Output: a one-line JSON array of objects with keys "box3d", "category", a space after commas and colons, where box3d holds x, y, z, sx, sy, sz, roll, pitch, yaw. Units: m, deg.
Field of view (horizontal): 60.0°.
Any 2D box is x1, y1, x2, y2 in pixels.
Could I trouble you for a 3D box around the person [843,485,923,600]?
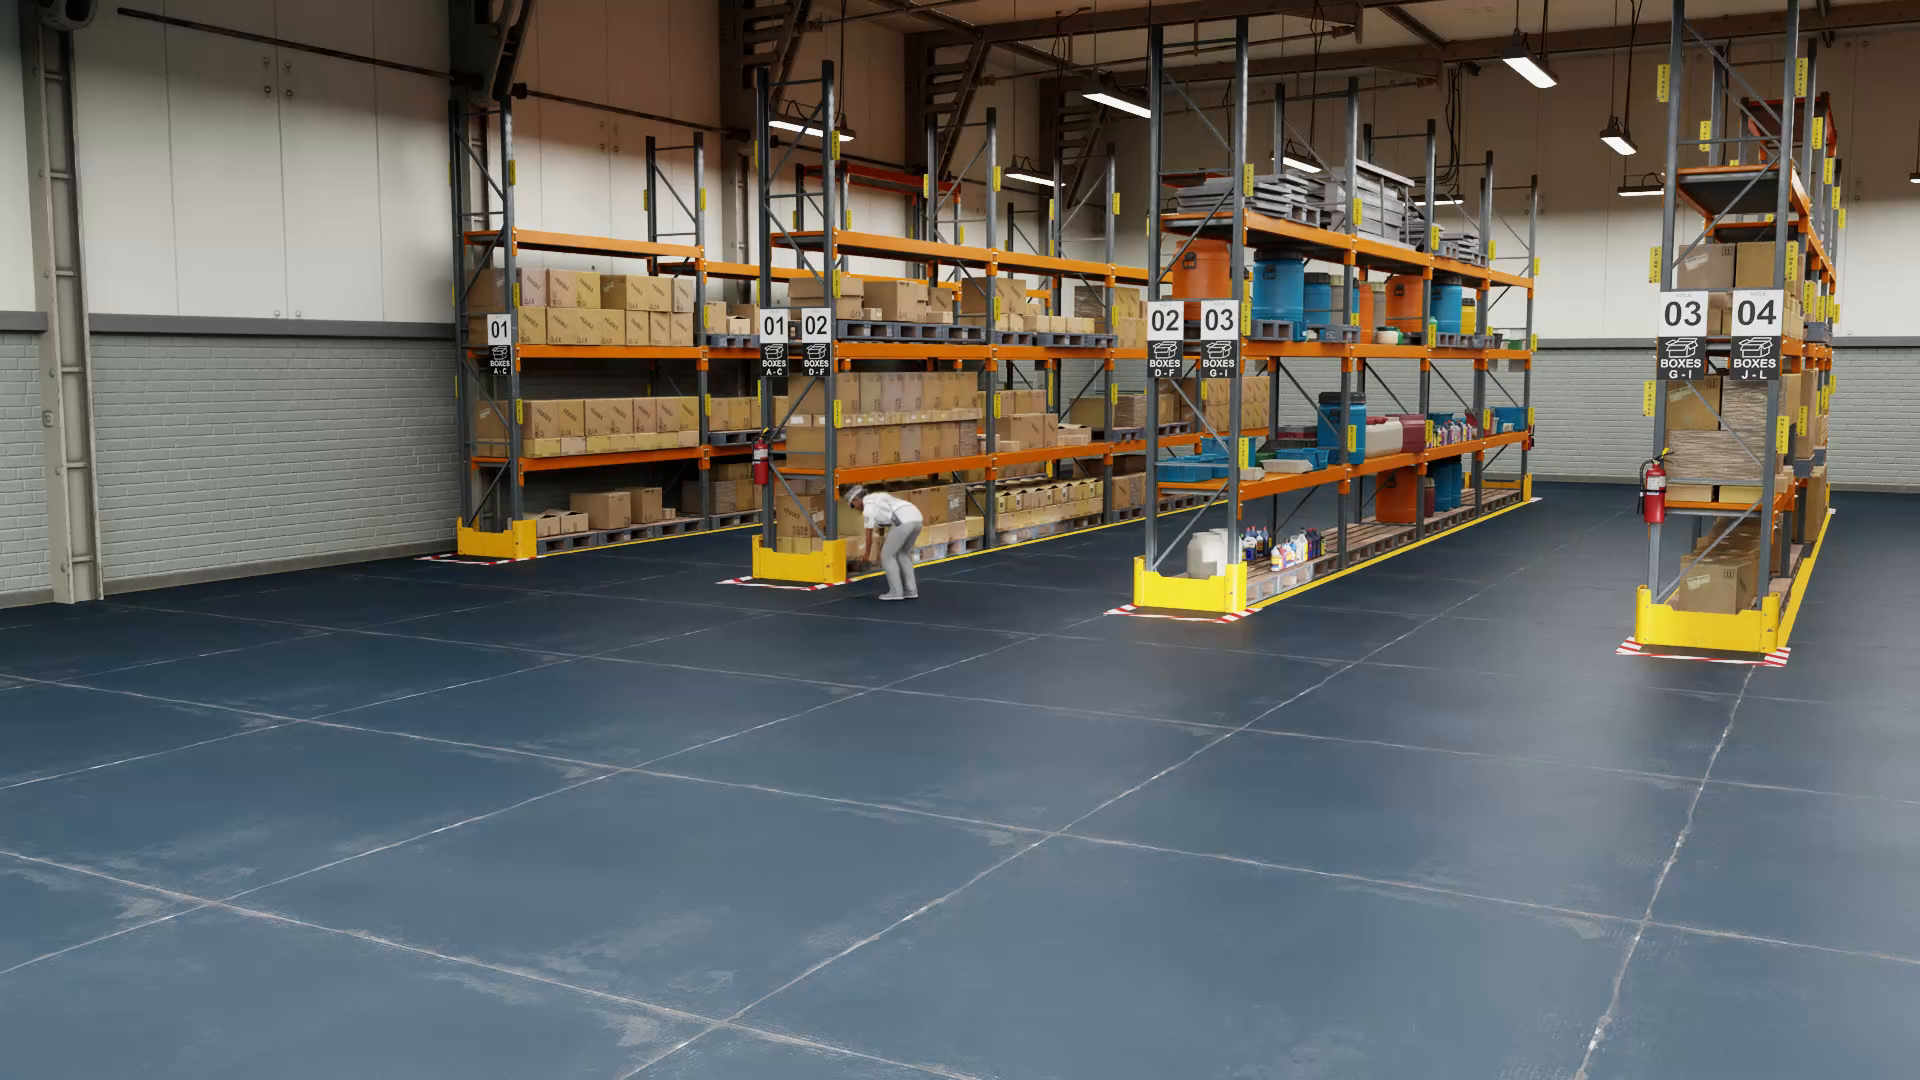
[{"box3d": [-0.848, 0.057, 18.184, 0.920, 1.174, 0.417, 3, 7, 27], "category": "person"}]
